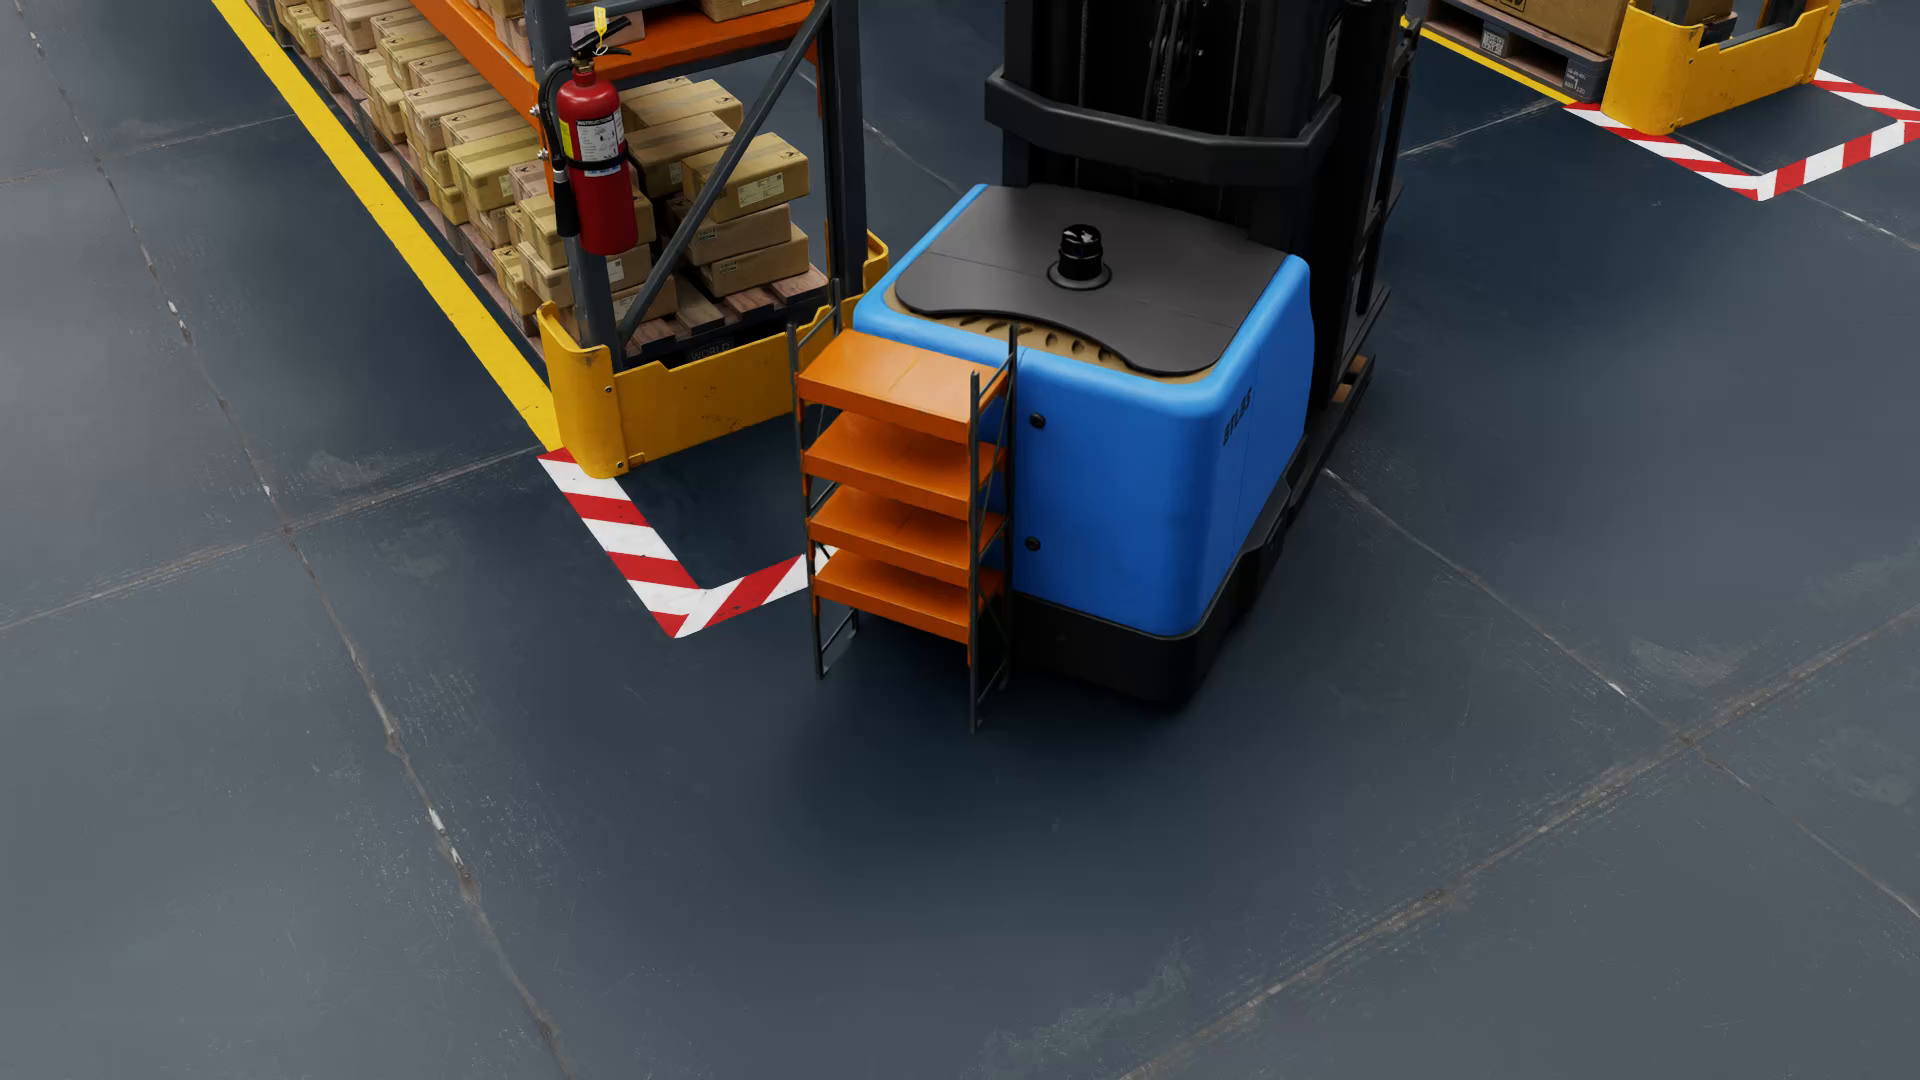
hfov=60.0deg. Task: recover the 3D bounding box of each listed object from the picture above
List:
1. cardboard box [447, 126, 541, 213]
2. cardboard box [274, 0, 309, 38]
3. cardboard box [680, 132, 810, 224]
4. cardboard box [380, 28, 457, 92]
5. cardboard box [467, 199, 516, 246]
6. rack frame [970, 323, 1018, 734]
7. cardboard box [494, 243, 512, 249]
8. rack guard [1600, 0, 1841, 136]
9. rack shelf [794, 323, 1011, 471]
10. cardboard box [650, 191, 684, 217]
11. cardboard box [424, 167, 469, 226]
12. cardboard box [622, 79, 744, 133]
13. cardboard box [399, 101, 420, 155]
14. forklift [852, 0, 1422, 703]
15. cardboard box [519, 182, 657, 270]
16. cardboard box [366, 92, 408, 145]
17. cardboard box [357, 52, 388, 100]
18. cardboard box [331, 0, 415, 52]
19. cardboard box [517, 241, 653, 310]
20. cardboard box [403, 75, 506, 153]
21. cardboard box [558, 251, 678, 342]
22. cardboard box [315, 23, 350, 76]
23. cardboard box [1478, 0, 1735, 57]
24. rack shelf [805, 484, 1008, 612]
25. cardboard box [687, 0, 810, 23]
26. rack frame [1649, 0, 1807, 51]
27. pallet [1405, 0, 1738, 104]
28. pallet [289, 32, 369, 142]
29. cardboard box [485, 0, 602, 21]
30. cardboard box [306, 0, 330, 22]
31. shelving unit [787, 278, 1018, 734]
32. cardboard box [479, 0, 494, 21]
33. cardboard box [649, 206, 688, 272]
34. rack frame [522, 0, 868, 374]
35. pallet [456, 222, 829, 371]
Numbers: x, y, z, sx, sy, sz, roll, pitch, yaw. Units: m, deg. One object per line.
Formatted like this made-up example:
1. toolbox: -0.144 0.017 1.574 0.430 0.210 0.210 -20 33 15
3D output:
1. cardboard box: -1.594 -1.334 5.942 0.380 0.149 0.250 -23 45 -25
2. cardboard box: -2.988 -2.507 7.815 0.380 0.149 0.250 -24 46 -26
3. cardboard box: -0.758 -1.284 5.882 0.380 0.149 0.250 -24 46 -26
4. cardboard box: -2.084 -1.934 6.661 0.380 0.149 0.250 -22 45 -24
5. cardboard box: -1.568 -1.236 6.057 0.380 0.149 0.250 -24 45 -26
6. rack frame: 0.083 0.008 4.302 0.015 1.200 0.240 17 43 19
7. cardboard box: -1.514 -1.144 6.179 0.380 0.149 0.250 -22 45 -25
8. rack guard: 3.487 -2.269 7.582 1.175 0.500 0.348 -22 45 -24
9. rack shelf: -0.138 -0.359 4.129 0.480 0.148 0.258 17 43 19
10. cardboard box: -0.927 -1.308 6.143 0.380 0.149 0.250 -22 45 -25
11. cardboard box: -1.848 -1.389 6.473 0.380 0.149 0.250 -24 46 -26
12. cardboard box: -1.035 -1.571 6.227 0.380 0.149 0.250 -22 45 -25
13. cardboard box: -1.979 -1.656 6.561 0.380 0.149 0.250 -20 44 -22
14. forklift: 0.801 -1.615 4.899 1.130 2.935 3.031 17 43 20
15. cardboard box: -1.261 -1.083 5.640 0.380 0.149 0.250 -22 44 -24
16. cardboard box: -2.256 -1.821 6.991 0.380 0.149 0.250 -23 45 -26
17. cardboard box: -2.262 -1.937 6.898 0.380 0.149 0.250 -23 45 -25
18. cardboard box: -2.400 -2.199 6.980 0.380 0.149 0.250 -21 44 -24
19. cardboard box: -1.287 -0.956 5.721 0.380 0.149 0.250 -23 45 -25
20. cardboard box: -1.871 -1.621 6.287 0.380 0.149 0.250 -21 44 -23
21. cardboard box: -1.221 -0.868 5.847 0.380 0.149 0.250 -21 44 -24
22. cardboard box: -2.668 -2.247 7.503 0.380 0.149 0.250 -22 45 -25
23. cardboard box: 3.062 -2.905 7.725 0.875 0.875 0.875 -22 45 -24
24. rack shelf: -0.137 -0.008 4.426 0.480 0.148 0.258 17 43 19
25. cardboard box: -0.660 -1.781 5.240 0.380 0.149 0.250 -23 45 -25
26. rack frame: 3.474 -3.242 6.798 1.000 3.000 0.127 -22 45 -24
27. pallet: 2.978 -2.576 8.176 1.003 0.211 1.213 -22 45 -24
28. pallet: -2.522 -2.327 7.878 1.003 0.211 1.213 -22 45 -24
29. cardboard box: -1.221 -1.896 4.872 0.500 0.500 0.500 -21 44 -24
30. cardboard box: -2.776 -2.517 7.594 0.380 0.149 0.250 -22 45 -24
31. shelving unit: -0.137 -0.059 4.382 0.503 1.200 0.258 17 43 19
32. cardboard box: -1.278 -1.719 5.166 0.380 0.149 0.250 -22 45 -24
33. cardboard box: -0.984 -1.162 6.200 0.380 0.149 0.250 -22 45 -25
34. rack frame: -0.762 -1.589 4.814 1.000 3.000 0.127 -22 45 -24
35. pallet: -1.210 -1.010 6.297 1.003 0.211 1.213 -22 45 -24
